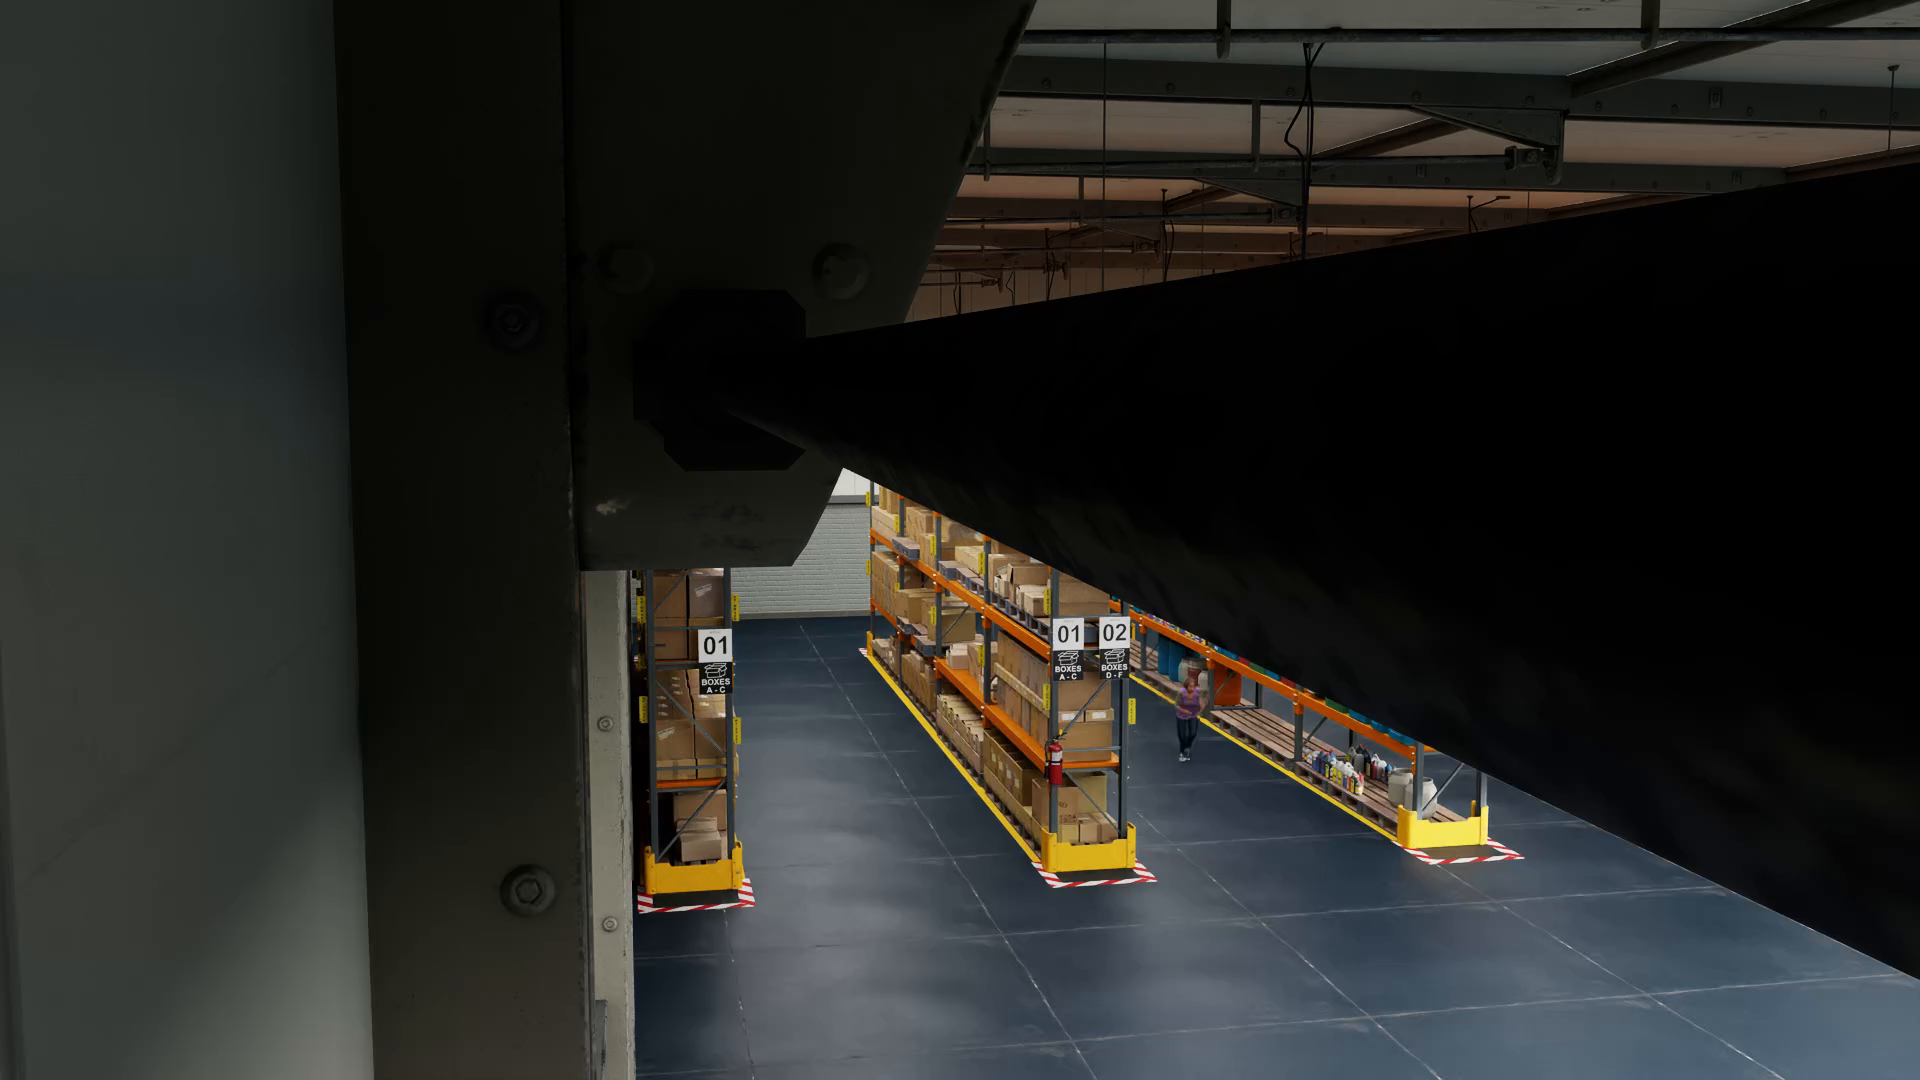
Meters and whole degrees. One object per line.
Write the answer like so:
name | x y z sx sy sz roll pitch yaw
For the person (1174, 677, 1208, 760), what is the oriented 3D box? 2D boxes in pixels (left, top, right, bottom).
person | 3.677 2.911 26.481 0.570 1.320 0.831 0 6 -1
